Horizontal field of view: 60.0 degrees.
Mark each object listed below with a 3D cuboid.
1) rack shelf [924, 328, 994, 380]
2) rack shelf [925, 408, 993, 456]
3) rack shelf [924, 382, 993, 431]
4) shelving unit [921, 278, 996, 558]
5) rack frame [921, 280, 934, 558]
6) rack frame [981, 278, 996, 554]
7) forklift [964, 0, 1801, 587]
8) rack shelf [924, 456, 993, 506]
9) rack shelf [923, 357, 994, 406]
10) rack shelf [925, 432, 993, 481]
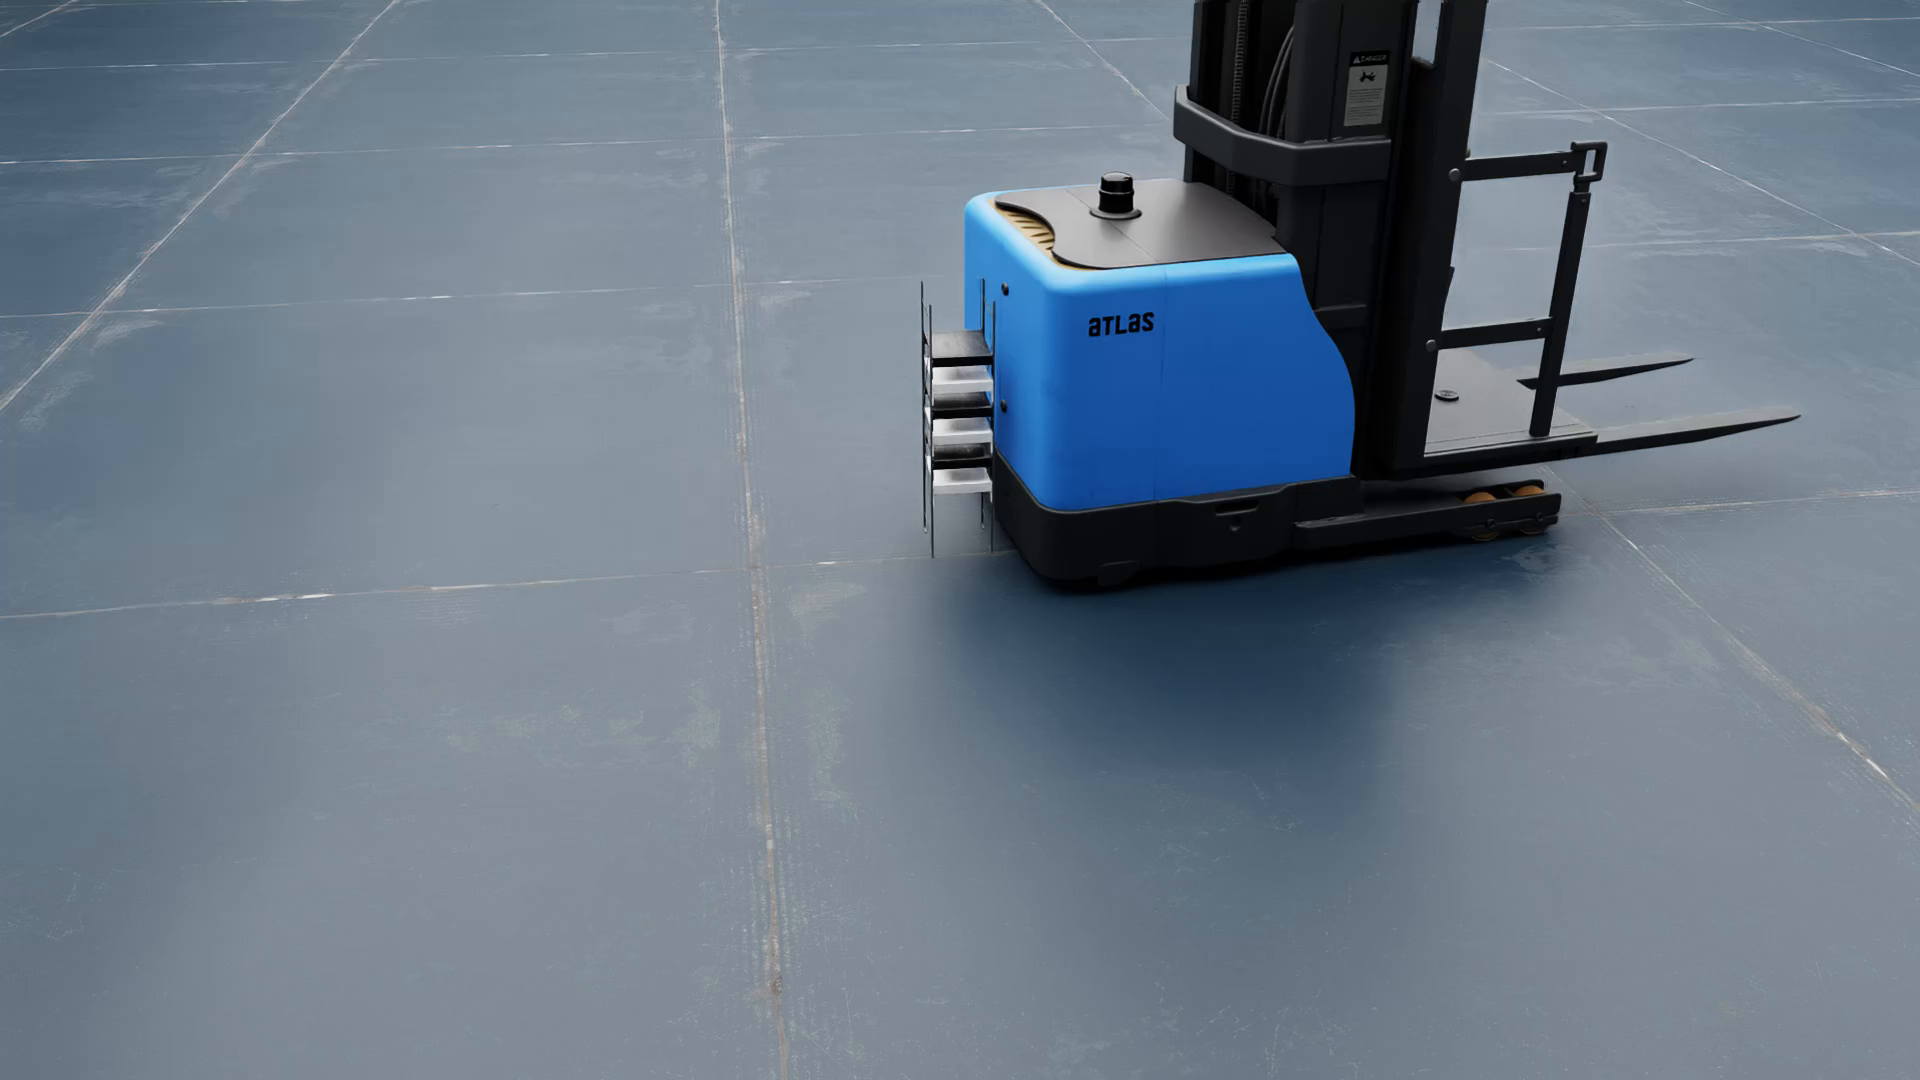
[{"bbox_3d":[-0.008,-0.610,5.436,0.200,0.077,0.258,-4,27,-7],"label":"rack shelf"},{"bbox_3d":[-0.008,-0.370,5.559,0.200,0.077,0.258,-4,27,-7],"label":"rack shelf"},{"bbox_3d":[-0.008,-0.450,5.518,0.200,0.077,0.258,-4,27,-7],"label":"rack shelf"},{"bbox_3d":[-0.008,-0.400,5.544,0.210,0.900,0.258,-4,27,-7],"label":"shelving unit"},{"bbox_3d":[-0.109,-0.393,5.531,0.006,0.900,0.240,-4,27,-7],"label":"rack frame"},{"bbox_3d":[0.093,-0.406,5.556,0.006,0.900,0.240,-4,27,-7],"label":"rack frame"},{"bbox_3d":[1.576,-1.522,5.506,3.031,2.935,1.130,-8,28,-14],"label":"forklift"},{"bbox_3d":[-0.008,-0.210,5.641,0.200,0.077,0.258,-4,27,-7],"label":"rack shelf"},{"bbox_3d":[-0.008,-0.530,5.477,0.200,0.077,0.258,-4,27,-7],"label":"rack shelf"},{"bbox_3d":[-0.008,-0.290,5.600,0.200,0.077,0.258,-4,27,-7],"label":"rack shelf"}]
